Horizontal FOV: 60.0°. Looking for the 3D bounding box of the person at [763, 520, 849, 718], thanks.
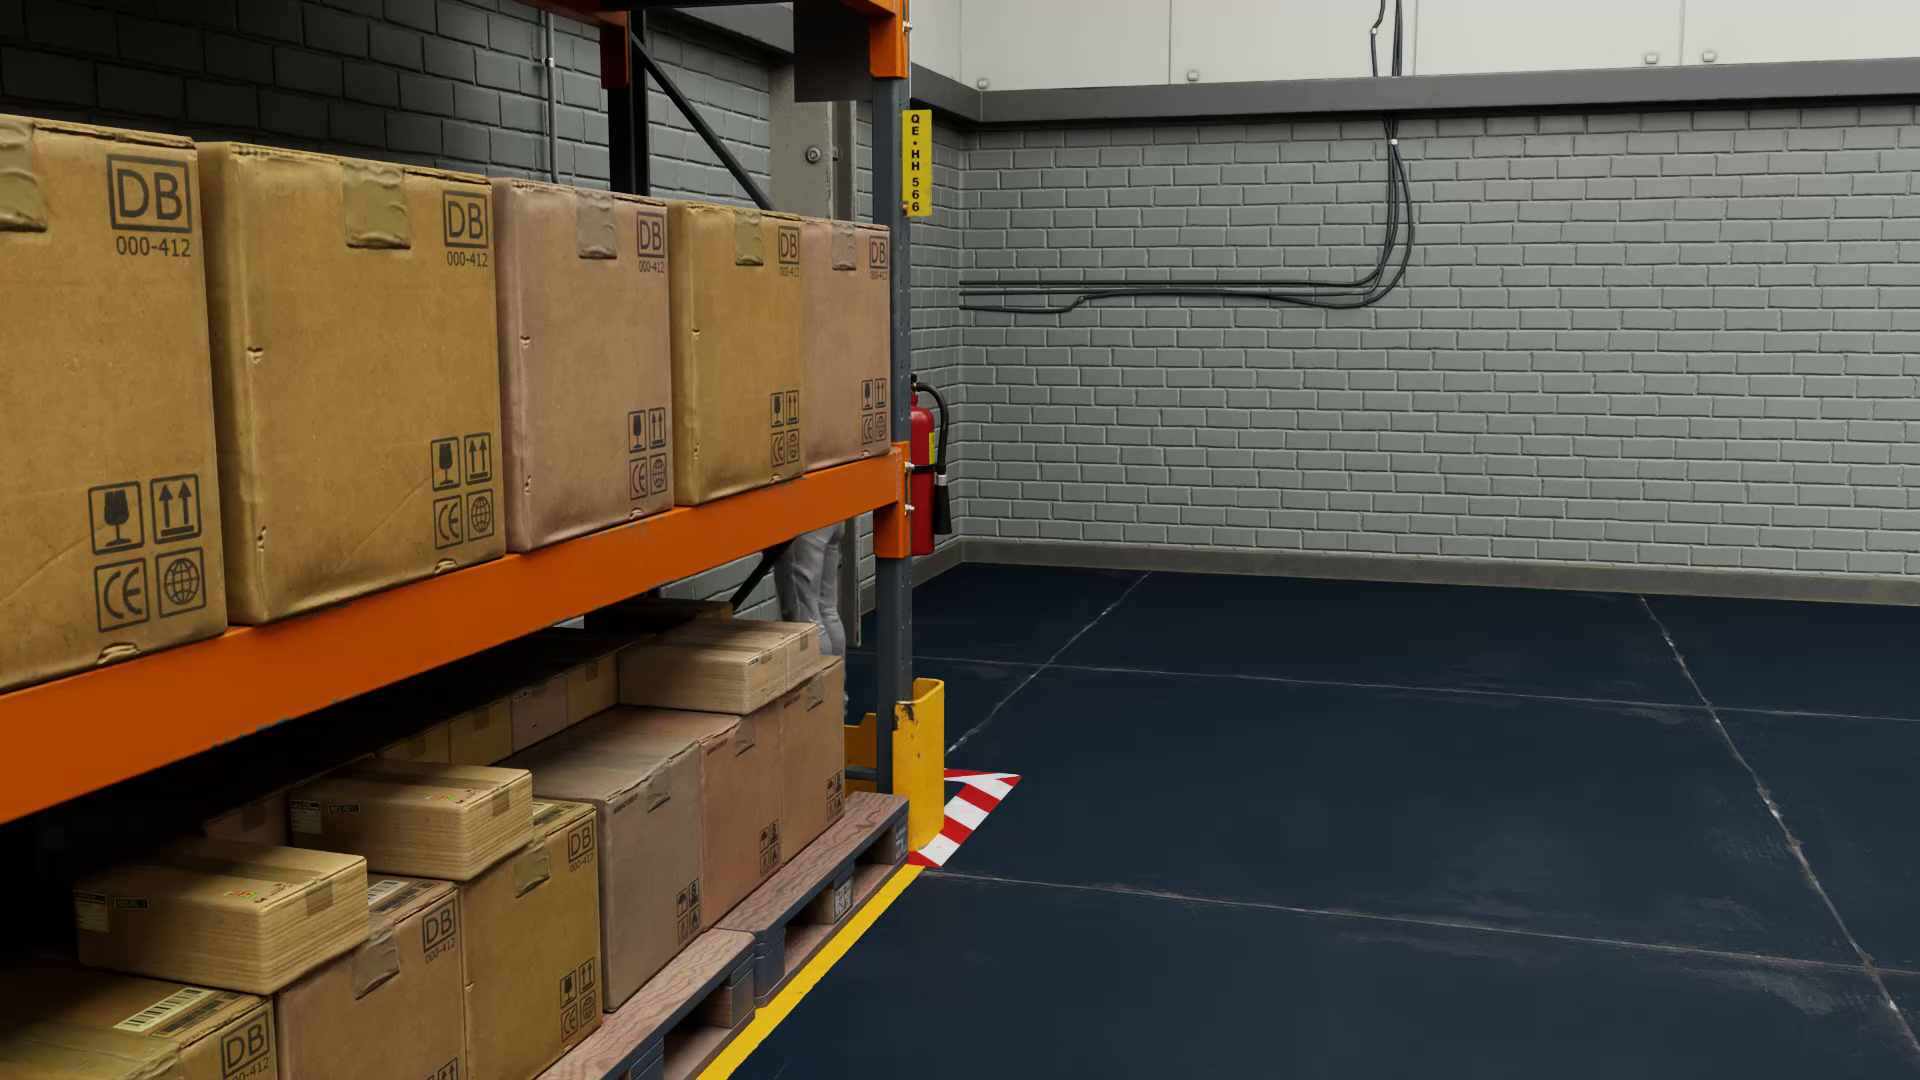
[{"bbox_3d":[-0.644,-0.085,6.873,0.379,1.777,0.562,3,9,17],"label":"person"}]
